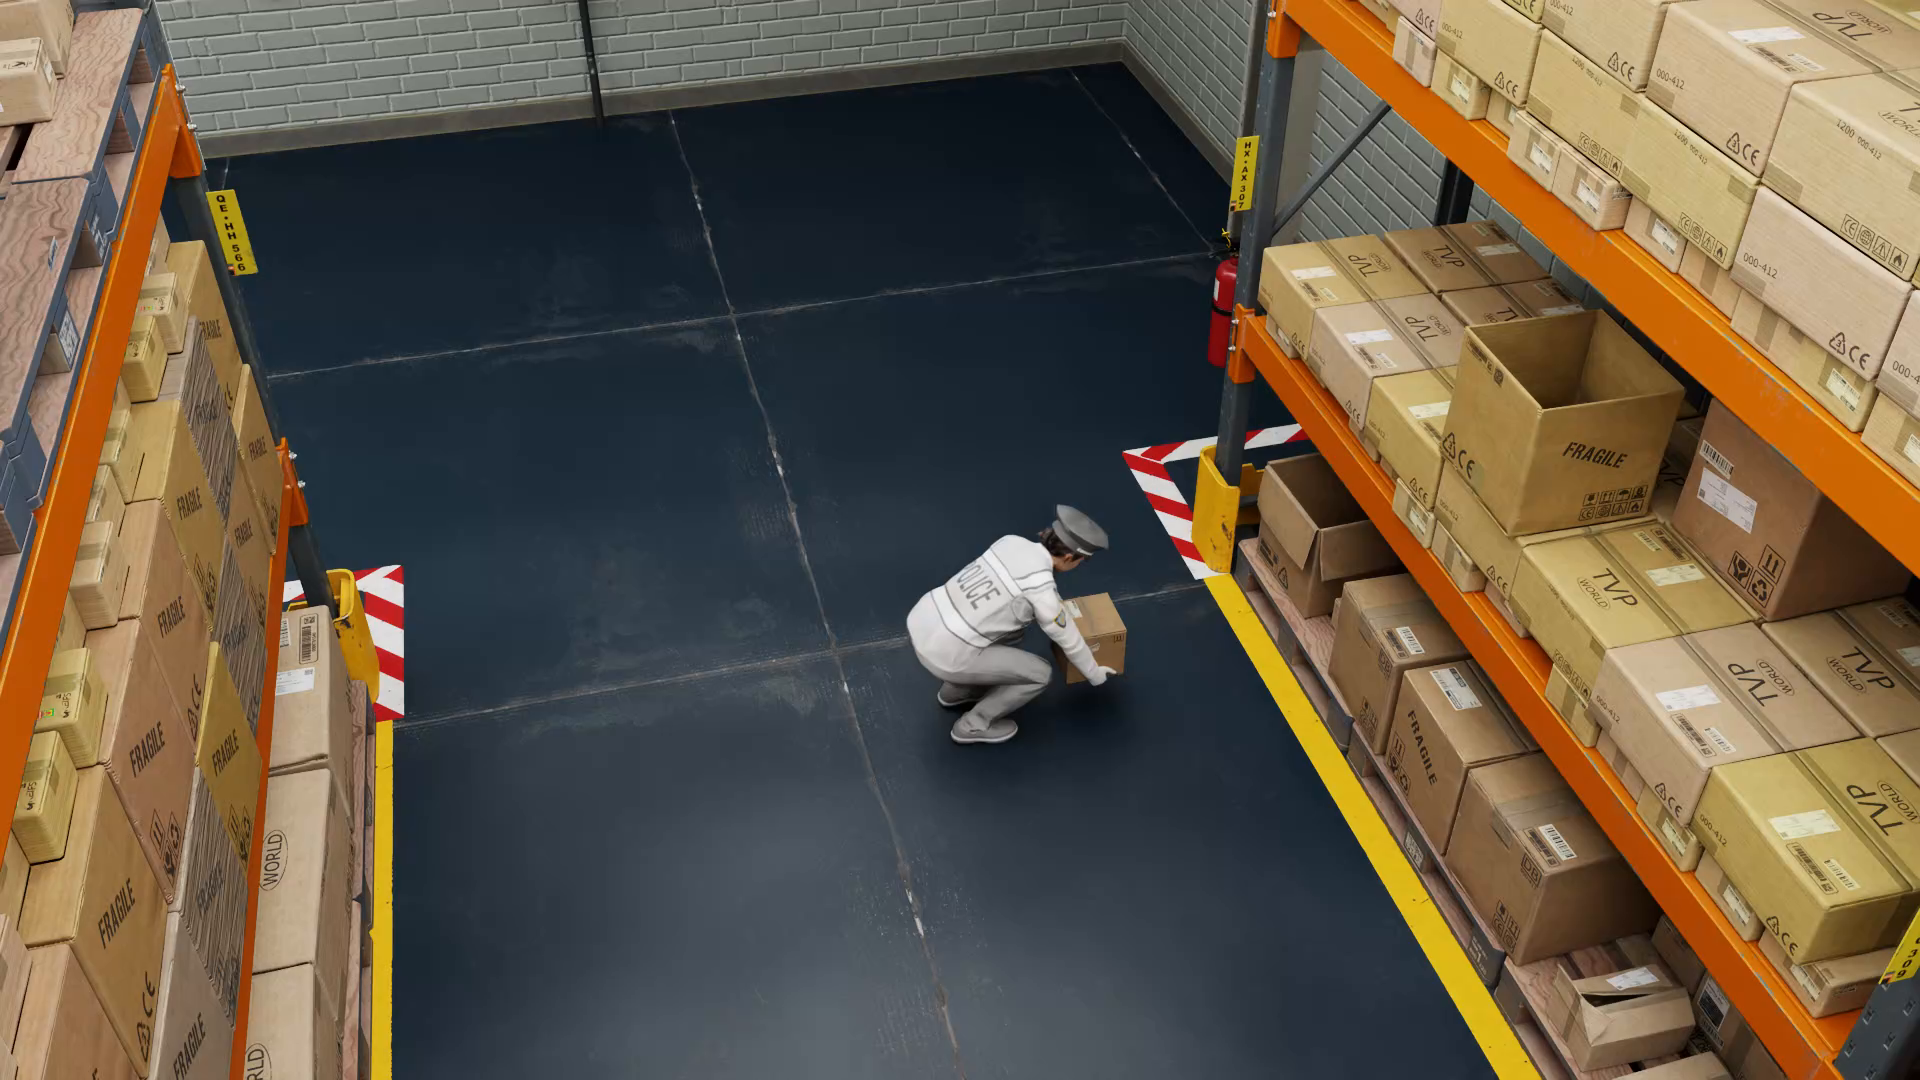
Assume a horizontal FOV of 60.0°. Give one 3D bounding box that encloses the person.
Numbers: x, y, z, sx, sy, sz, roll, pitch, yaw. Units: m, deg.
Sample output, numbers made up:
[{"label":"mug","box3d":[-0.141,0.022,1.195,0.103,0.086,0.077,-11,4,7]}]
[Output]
[{"label":"person","box3d":[0.210,0.344,6.842,0.857,0.979,0.462,-10,40,-13]}]
